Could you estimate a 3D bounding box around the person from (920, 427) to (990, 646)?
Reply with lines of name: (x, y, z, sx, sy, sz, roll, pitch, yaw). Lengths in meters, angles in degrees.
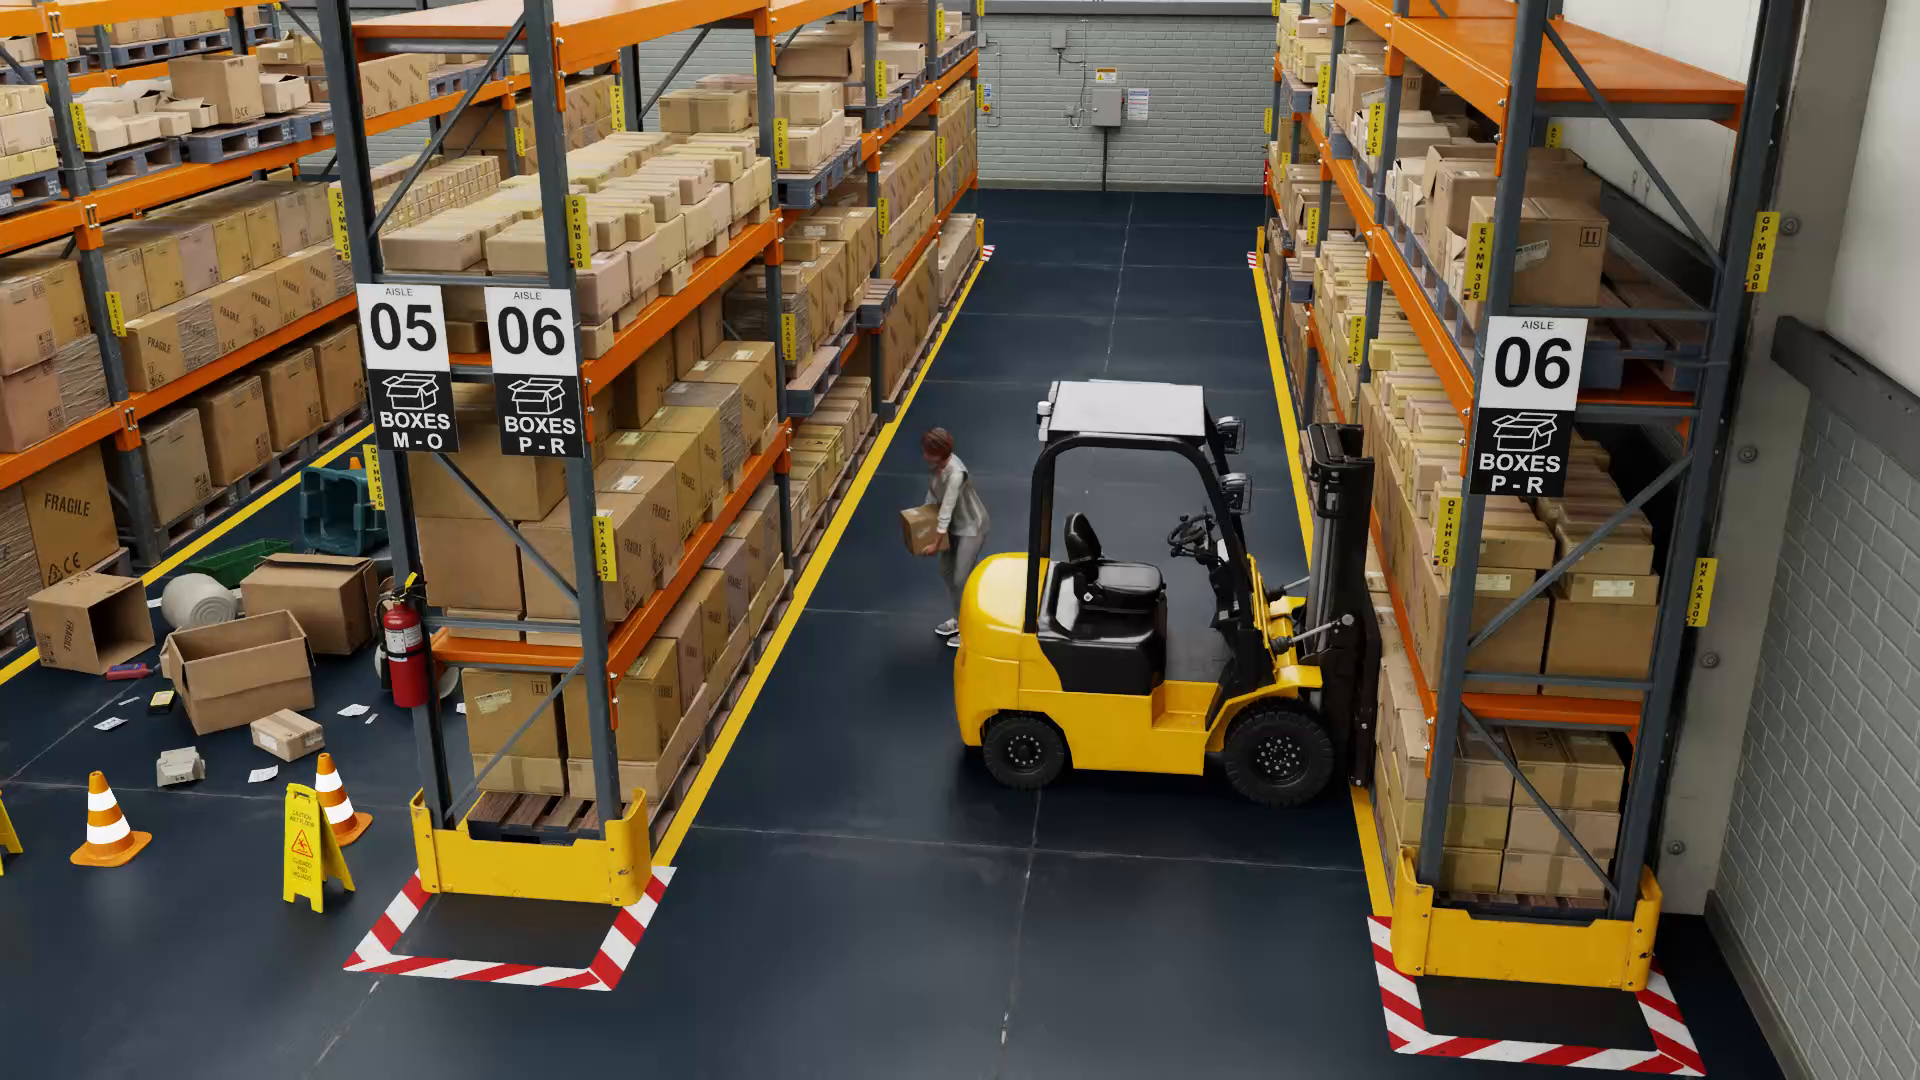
person: (-0.062, -0.028, 11.246, 0.533, 1.548, 0.384, -9, 23, -22)
